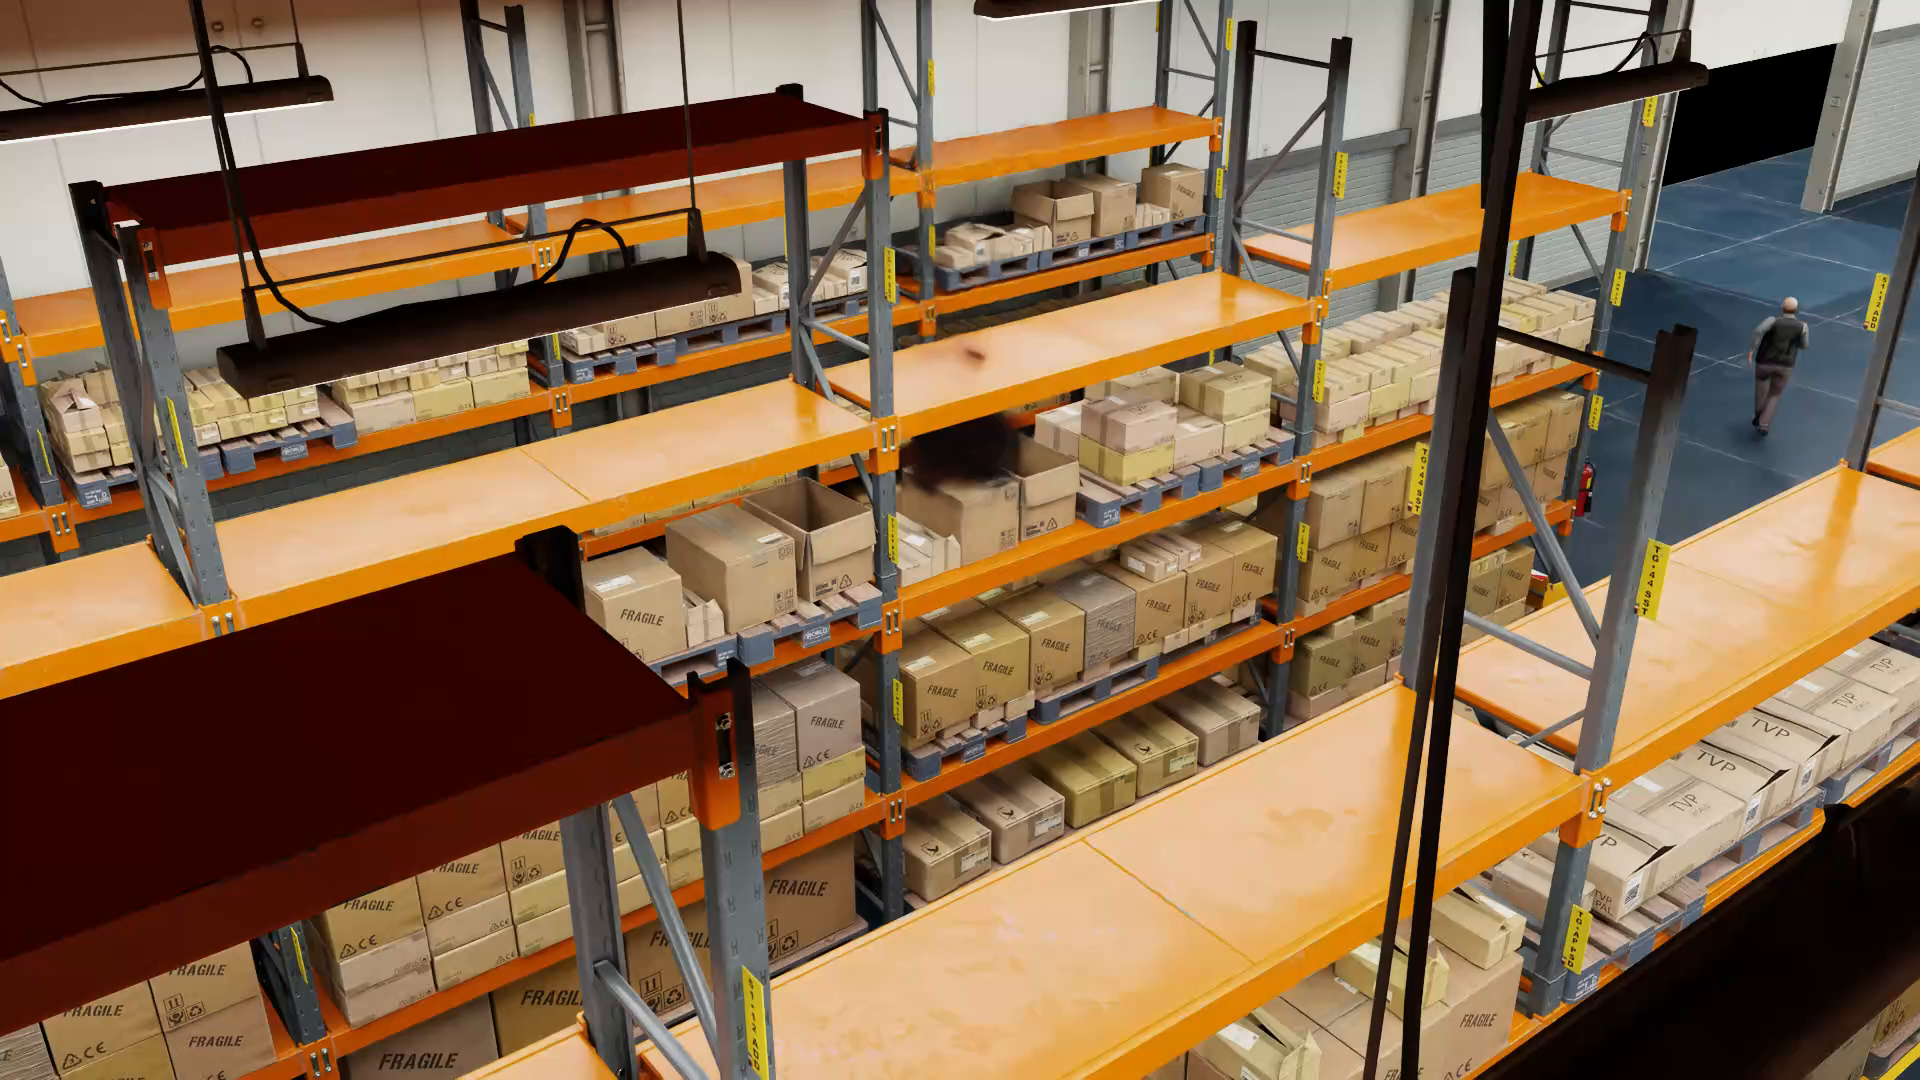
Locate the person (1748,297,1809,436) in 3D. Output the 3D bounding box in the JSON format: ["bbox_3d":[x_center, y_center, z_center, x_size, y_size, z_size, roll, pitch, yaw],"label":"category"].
[{"bbox_3d":[10.045,-2.136,20.532,0.680,1.732,0.822,10,28,20],"label":"person"}]
